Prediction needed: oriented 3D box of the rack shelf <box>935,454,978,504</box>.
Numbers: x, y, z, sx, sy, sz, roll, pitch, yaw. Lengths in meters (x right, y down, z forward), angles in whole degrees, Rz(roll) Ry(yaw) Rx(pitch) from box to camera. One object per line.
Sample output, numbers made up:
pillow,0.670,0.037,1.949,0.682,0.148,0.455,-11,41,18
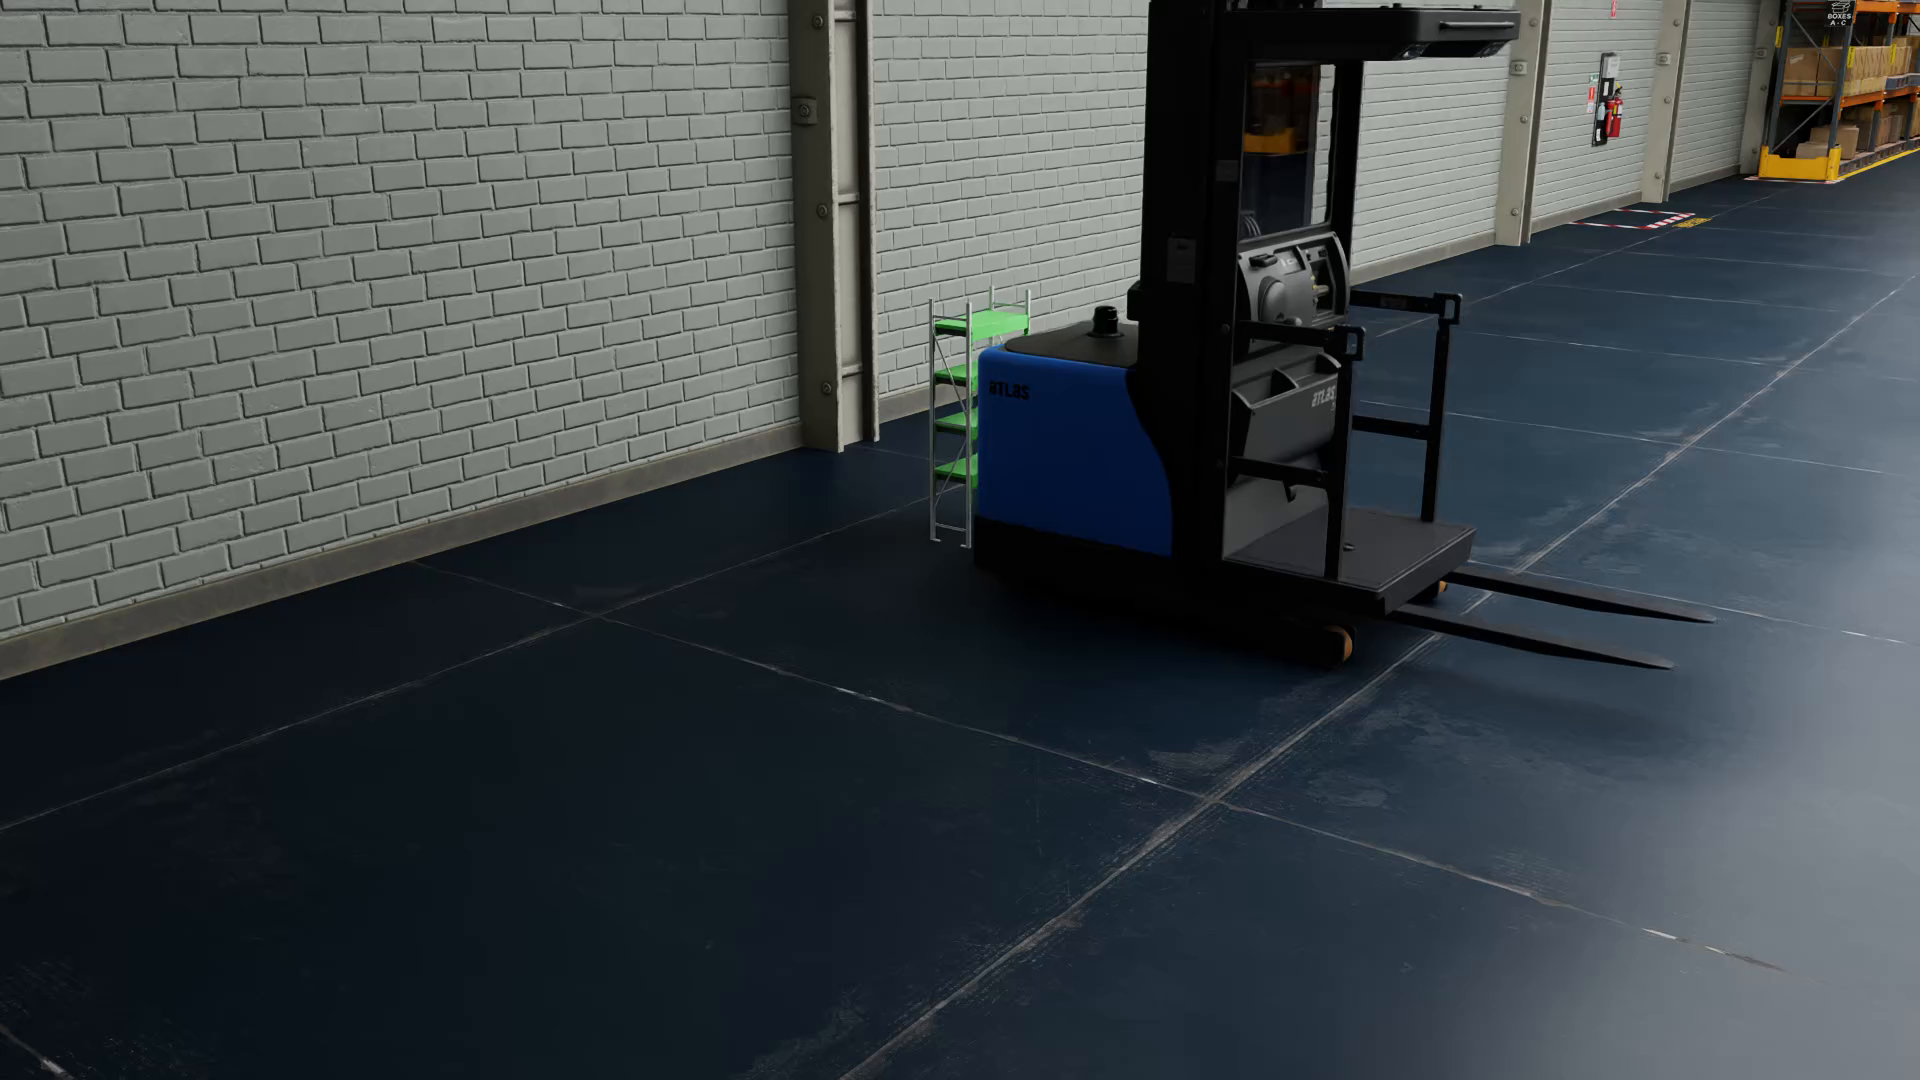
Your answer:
rack shelf,0.099,-0.322,8.283,0.258,0.148,0.480,12,21,35

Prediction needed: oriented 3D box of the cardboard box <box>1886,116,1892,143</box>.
cardboard box,17.824,-8.064,32.626,0.700,0.500,0.500,12,21,35

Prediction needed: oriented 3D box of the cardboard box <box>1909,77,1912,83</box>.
cardboard box,18.993,-9.257,33.386,0.380,0.149,0.250,12,21,34

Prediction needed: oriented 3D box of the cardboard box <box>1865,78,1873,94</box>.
cardboard box,15.300,-7.789,28.489,0.500,0.250,0.500,13,21,35

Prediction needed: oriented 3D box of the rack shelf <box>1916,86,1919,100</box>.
rack shelf,19.803,-9.463,34.872,1.077,0.370,4.000,12,21,35

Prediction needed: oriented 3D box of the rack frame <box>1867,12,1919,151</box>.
rack frame,18.611,-9.330,33.231,1.000,3.000,0.127,12,21,35

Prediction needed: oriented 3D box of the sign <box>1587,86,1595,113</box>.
sign,8.077,-5.637,21.278,0.001,0.329,0.234,12,21,35

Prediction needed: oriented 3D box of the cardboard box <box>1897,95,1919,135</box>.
cardboard box,19.682,-8.864,34.646,0.750,0.750,0.750,12,21,34

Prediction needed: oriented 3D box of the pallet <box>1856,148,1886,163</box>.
pallet,16.691,-7.232,31.175,1.003,0.211,1.213,12,21,35

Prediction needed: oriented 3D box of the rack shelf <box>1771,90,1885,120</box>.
rack shelf,15.036,-7.558,28.736,1.077,0.370,4.000,12,21,35

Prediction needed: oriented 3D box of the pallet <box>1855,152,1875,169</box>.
pallet,15.856,-6.880,30.042,1.003,0.211,1.213,12,21,35

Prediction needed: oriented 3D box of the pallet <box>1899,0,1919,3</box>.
pallet,16.681,-9.849,30.159,1.213,0.211,1.003,12,21,35

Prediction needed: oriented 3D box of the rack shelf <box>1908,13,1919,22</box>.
rack shelf,22.186,-11.848,37.495,1.077,0.370,4.000,12,21,35

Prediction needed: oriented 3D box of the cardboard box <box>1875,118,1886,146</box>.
cardboard box,17.257,-7.819,31.836,0.700,0.500,0.500,13,21,35

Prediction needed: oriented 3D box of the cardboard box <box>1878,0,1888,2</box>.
cardboard box,15.814,-9.585,28.792,0.500,0.500,0.500,10,20,30

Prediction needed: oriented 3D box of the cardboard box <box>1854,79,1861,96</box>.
cardboard box,14.688,-7.549,27.715,0.500,0.250,0.500,12,21,33

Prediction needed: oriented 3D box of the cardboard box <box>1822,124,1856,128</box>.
cardboard box,15.642,-7.140,29.650,0.500,0.500,0.500,11,20,31

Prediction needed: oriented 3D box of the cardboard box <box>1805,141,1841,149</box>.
cardboard box,14.669,-6.636,28.346,0.500,0.311,0.500,15,22,39

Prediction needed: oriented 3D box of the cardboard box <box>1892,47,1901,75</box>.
cardboard box,17.265,-9.045,31.402,0.700,0.500,0.500,16,24,42

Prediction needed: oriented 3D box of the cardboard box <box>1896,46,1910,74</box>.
cardboard box,18.028,-9.337,32.341,0.700,0.500,0.500,10,20,30

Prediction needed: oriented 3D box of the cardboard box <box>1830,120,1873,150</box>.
cardboard box,16.653,-7.572,31.043,0.700,0.500,0.500,13,22,37

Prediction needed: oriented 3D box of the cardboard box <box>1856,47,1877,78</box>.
cardboard box,15.284,-8.145,28.368,0.500,0.500,0.500,13,22,36

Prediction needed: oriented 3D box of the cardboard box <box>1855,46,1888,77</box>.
cardboard box,15.902,-8.387,29.147,0.500,0.500,0.500,12,21,34

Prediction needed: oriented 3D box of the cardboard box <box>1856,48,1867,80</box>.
cardboard box,14.673,-7.898,27.572,0.500,0.500,0.500,12,21,35

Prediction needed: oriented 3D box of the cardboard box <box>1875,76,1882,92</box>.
cardboard box,15.886,-8.032,29.270,0.500,0.250,0.500,13,21,35

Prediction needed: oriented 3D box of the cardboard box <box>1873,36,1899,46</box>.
cardboard box,18.673,-10.042,33.554,0.500,0.250,0.500,13,22,36

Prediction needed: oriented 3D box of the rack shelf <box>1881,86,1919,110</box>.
rack shelf,17.420,-8.510,31.804,1.077,0.370,4.000,12,21,35

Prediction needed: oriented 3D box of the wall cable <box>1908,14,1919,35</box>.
wall cable,23.381,-12.193,40.737,0.084,1.984,1.851,12,21,35

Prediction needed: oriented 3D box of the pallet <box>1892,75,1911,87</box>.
pallet,17.465,-8.760,31.718,1.003,0.211,1.213,12,21,35

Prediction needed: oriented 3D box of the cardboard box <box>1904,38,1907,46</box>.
cardboard box,18.430,-9.811,32.773,0.380,0.149,0.250,9,20,28

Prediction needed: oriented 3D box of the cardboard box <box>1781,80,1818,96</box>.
cardboard box,13.967,-7.508,27.584,0.500,0.250,0.500,13,21,35

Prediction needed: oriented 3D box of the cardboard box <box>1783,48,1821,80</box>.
cardboard box,13.955,-7.871,27.486,0.500,0.500,0.500,12,21,34

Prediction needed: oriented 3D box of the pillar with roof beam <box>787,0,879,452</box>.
pillar with roof beam,2.724,-4.133,6.378,9.100,9.000,0.400,12,21,35

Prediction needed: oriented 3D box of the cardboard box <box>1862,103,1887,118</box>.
cardboard box,17.532,-8.276,32.045,0.500,0.250,0.500,12,21,34

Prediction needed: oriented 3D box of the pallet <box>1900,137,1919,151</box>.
pallet,19.142,-8.173,34.207,1.003,0.211,1.213,12,21,35

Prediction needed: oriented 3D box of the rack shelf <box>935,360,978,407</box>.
rack shelf,0.099,-0.781,8.141,0.258,0.148,0.480,12,21,35

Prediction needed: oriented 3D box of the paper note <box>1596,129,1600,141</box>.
paper note,8.328,-5.283,21.683,0.016,0.148,0.142,12,21,35

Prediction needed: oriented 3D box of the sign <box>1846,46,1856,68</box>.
sign,14.280,-7.743,26.659,0.100,0.325,0.005,12,21,35

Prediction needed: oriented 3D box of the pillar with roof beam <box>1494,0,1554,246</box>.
pillar with roof beam,9.874,-6.991,15.582,9.100,9.000,0.400,12,21,35

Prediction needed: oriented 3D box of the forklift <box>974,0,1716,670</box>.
forklift,1.549,-1.071,6.749,3.031,2.935,1.130,12,21,35

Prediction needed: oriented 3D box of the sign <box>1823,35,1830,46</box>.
sign,15.780,-9.028,30.305,0.100,0.325,0.005,12,21,35

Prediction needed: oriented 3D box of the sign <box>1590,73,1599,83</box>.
sign,8.087,-5.890,21.198,0.001,0.109,0.331,12,21,35

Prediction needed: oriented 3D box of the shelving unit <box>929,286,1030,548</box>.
shelving unit,0.099,-0.612,8.193,0.258,1.200,0.503,12,21,35

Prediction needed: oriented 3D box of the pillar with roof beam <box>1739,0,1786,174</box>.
pillar with roof beam,17.024,-9.849,24.785,9.100,9.000,0.400,12,21,35

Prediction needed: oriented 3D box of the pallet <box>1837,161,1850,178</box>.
pallet,14.402,-6.299,28.170,1.003,0.211,1.213,12,21,35

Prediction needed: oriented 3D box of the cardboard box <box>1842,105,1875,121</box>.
cardboard box,16.913,-8.036,31.271,0.500,0.250,0.500,12,21,34

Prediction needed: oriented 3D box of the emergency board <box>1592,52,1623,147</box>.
emergency board,8.489,-5.734,21.649,0.194,1.169,0.643,12,21,35

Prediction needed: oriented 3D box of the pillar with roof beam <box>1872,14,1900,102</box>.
pillar with roof beam,24.174,-12.707,33.989,9.100,9.000,0.400,12,21,35

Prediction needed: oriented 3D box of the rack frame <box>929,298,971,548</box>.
rack frame,-0.047,-0.554,8.006,0.240,1.200,0.015,12,21,35
